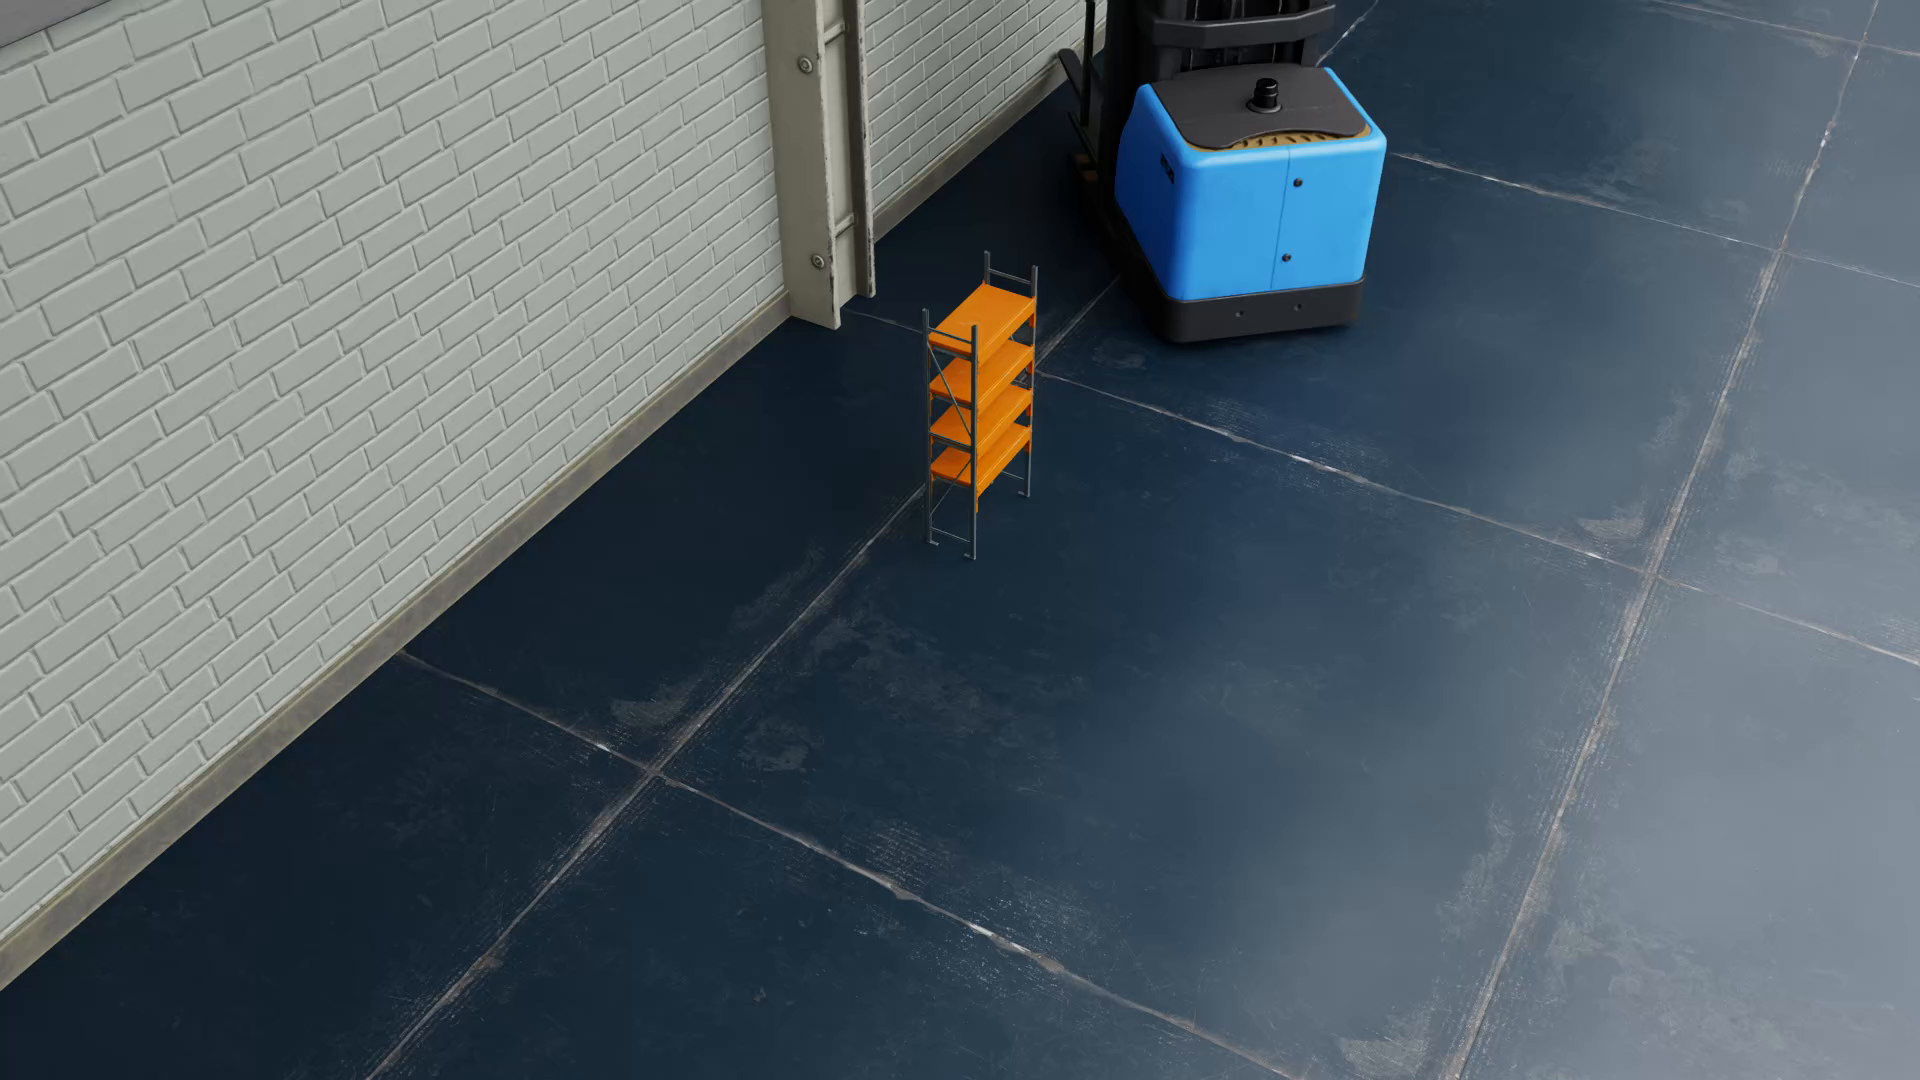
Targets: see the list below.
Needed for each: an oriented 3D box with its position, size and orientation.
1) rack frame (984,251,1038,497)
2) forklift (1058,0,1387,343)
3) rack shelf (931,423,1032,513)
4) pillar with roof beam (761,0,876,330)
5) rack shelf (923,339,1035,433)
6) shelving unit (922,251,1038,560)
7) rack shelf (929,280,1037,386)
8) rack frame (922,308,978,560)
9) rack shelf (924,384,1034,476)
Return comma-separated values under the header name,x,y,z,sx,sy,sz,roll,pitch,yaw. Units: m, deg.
name,x,y,z,sx,sy,sz,roll,pitch,yaw
rack frame,0.205,-0.685,7.120,0.240,1.200,0.015,21,45,22
forklift,1.237,-3.062,8.509,1.130,2.935,3.031,-7,42,-8
rack shelf,0.083,-0.345,7.137,0.258,0.148,0.480,21,45,22
pillar with roof beam,3.057,-3.187,4.060,9.100,9.000,0.400,21,45,22
rack shelf,0.083,-0.662,6.858,0.258,0.148,0.480,21,45,22
shelving unit,0.083,-0.545,6.961,0.258,1.200,0.503,21,45,22
rack shelf,0.083,-0.840,6.701,0.258,0.148,0.480,21,45,22
rack frame,-0.039,-0.405,6.802,0.240,1.200,0.015,21,45,22
rack shelf,0.083,-0.495,7.005,0.258,0.148,0.480,21,45,22
